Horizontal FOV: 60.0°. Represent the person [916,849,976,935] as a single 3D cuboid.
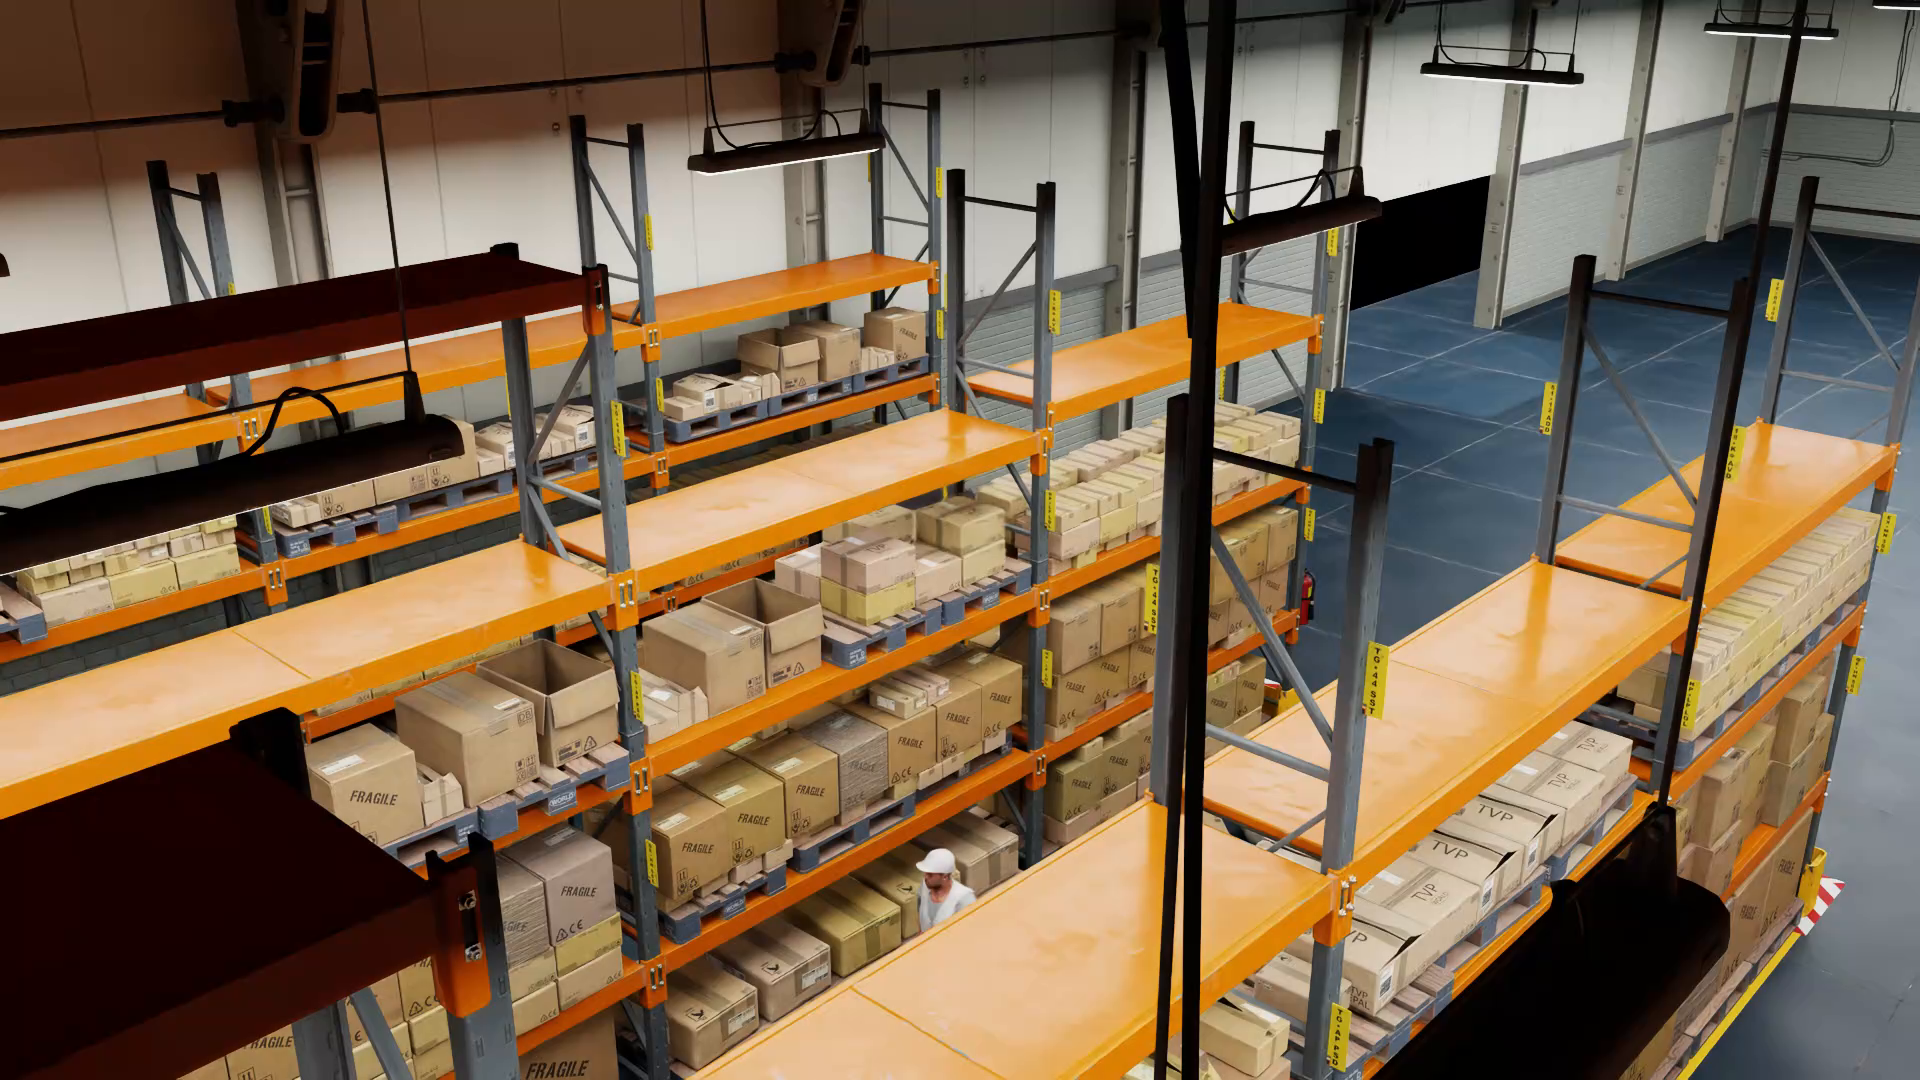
[{"bbox_3d":[-0.080,3.004,11.788,0.632,1.788,0.464,18,27,38],"label":"person"}]
